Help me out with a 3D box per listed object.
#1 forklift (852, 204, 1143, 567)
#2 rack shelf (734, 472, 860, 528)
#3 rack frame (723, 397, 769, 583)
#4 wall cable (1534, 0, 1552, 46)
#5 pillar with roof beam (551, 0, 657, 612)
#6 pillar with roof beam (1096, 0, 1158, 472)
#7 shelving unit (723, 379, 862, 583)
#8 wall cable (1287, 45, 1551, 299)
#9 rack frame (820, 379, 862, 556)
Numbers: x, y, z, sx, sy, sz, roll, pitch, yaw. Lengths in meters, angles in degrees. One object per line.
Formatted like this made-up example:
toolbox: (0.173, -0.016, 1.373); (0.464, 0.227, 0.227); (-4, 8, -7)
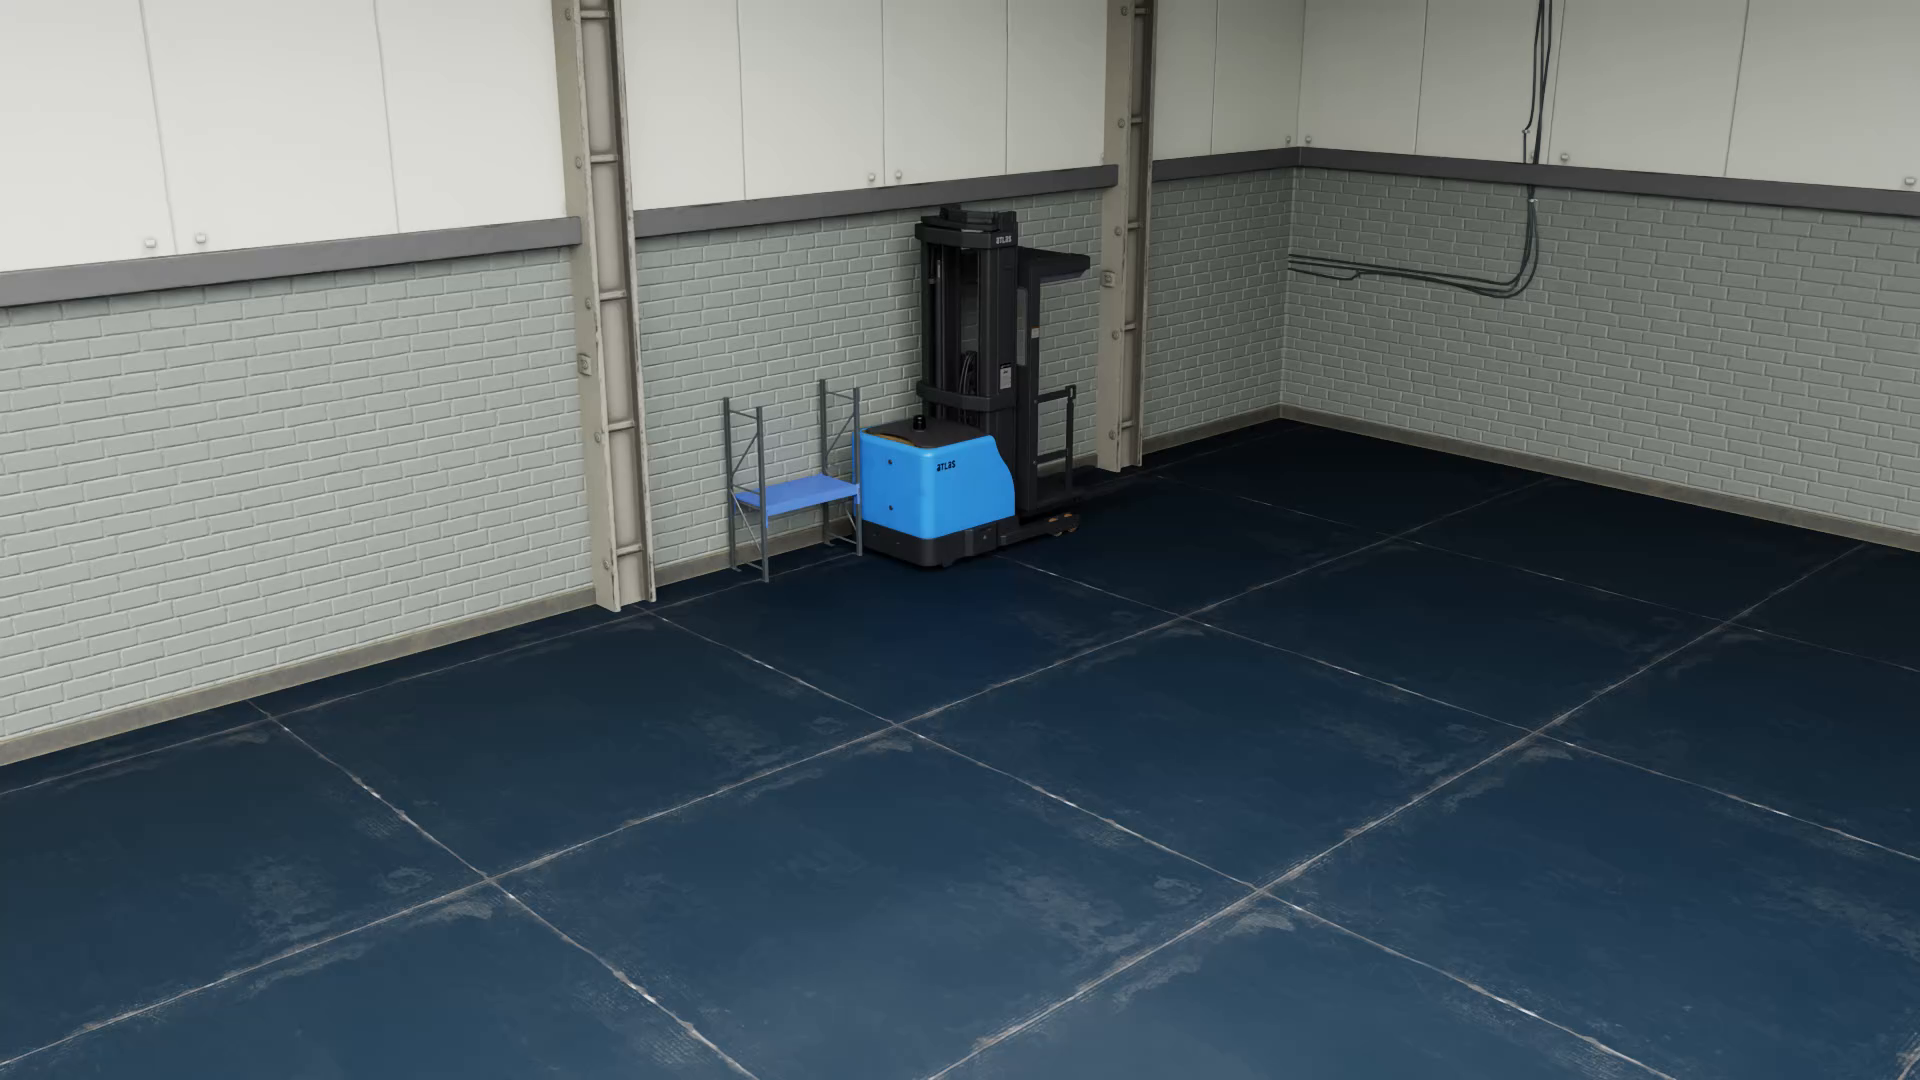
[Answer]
forklift: (0.453, -1.529, 14.949); (3.031, 2.935, 1.130); (-17, 24, -41)
rack shelf: (-1.409, -0.352, 14.221); (1.000, 0.185, 0.538); (-16, 24, -41)
rack frame: (-1.780, -0.416, 13.835); (0.032, 1.500, 0.500); (-16, 24, -41)
wall cable: (6.564, -5.700, 14.822); (0.112, 2.526, 3.097); (-16, 24, -41)
pillar with roof beam: (0.254, -2.817, 9.084); (0.400, 9.000, 9.100); (-16, 24, -41)
pillar with roof beam: (4.614, -4.089, 13.005); (0.400, 9.000, 9.100); (-16, 24, -41)
shelving unit: (-1.409, -0.523, 14.166); (1.048, 1.500, 0.538); (-16, 24, -41)
wall cable: (4.705, -3.904, 17.471); (0.112, 2.526, 3.097); (-16, 24, -41)
rack frame: (-1.037, -0.630, 14.496); (0.032, 1.500, 0.500); (-16, 24, -41)
